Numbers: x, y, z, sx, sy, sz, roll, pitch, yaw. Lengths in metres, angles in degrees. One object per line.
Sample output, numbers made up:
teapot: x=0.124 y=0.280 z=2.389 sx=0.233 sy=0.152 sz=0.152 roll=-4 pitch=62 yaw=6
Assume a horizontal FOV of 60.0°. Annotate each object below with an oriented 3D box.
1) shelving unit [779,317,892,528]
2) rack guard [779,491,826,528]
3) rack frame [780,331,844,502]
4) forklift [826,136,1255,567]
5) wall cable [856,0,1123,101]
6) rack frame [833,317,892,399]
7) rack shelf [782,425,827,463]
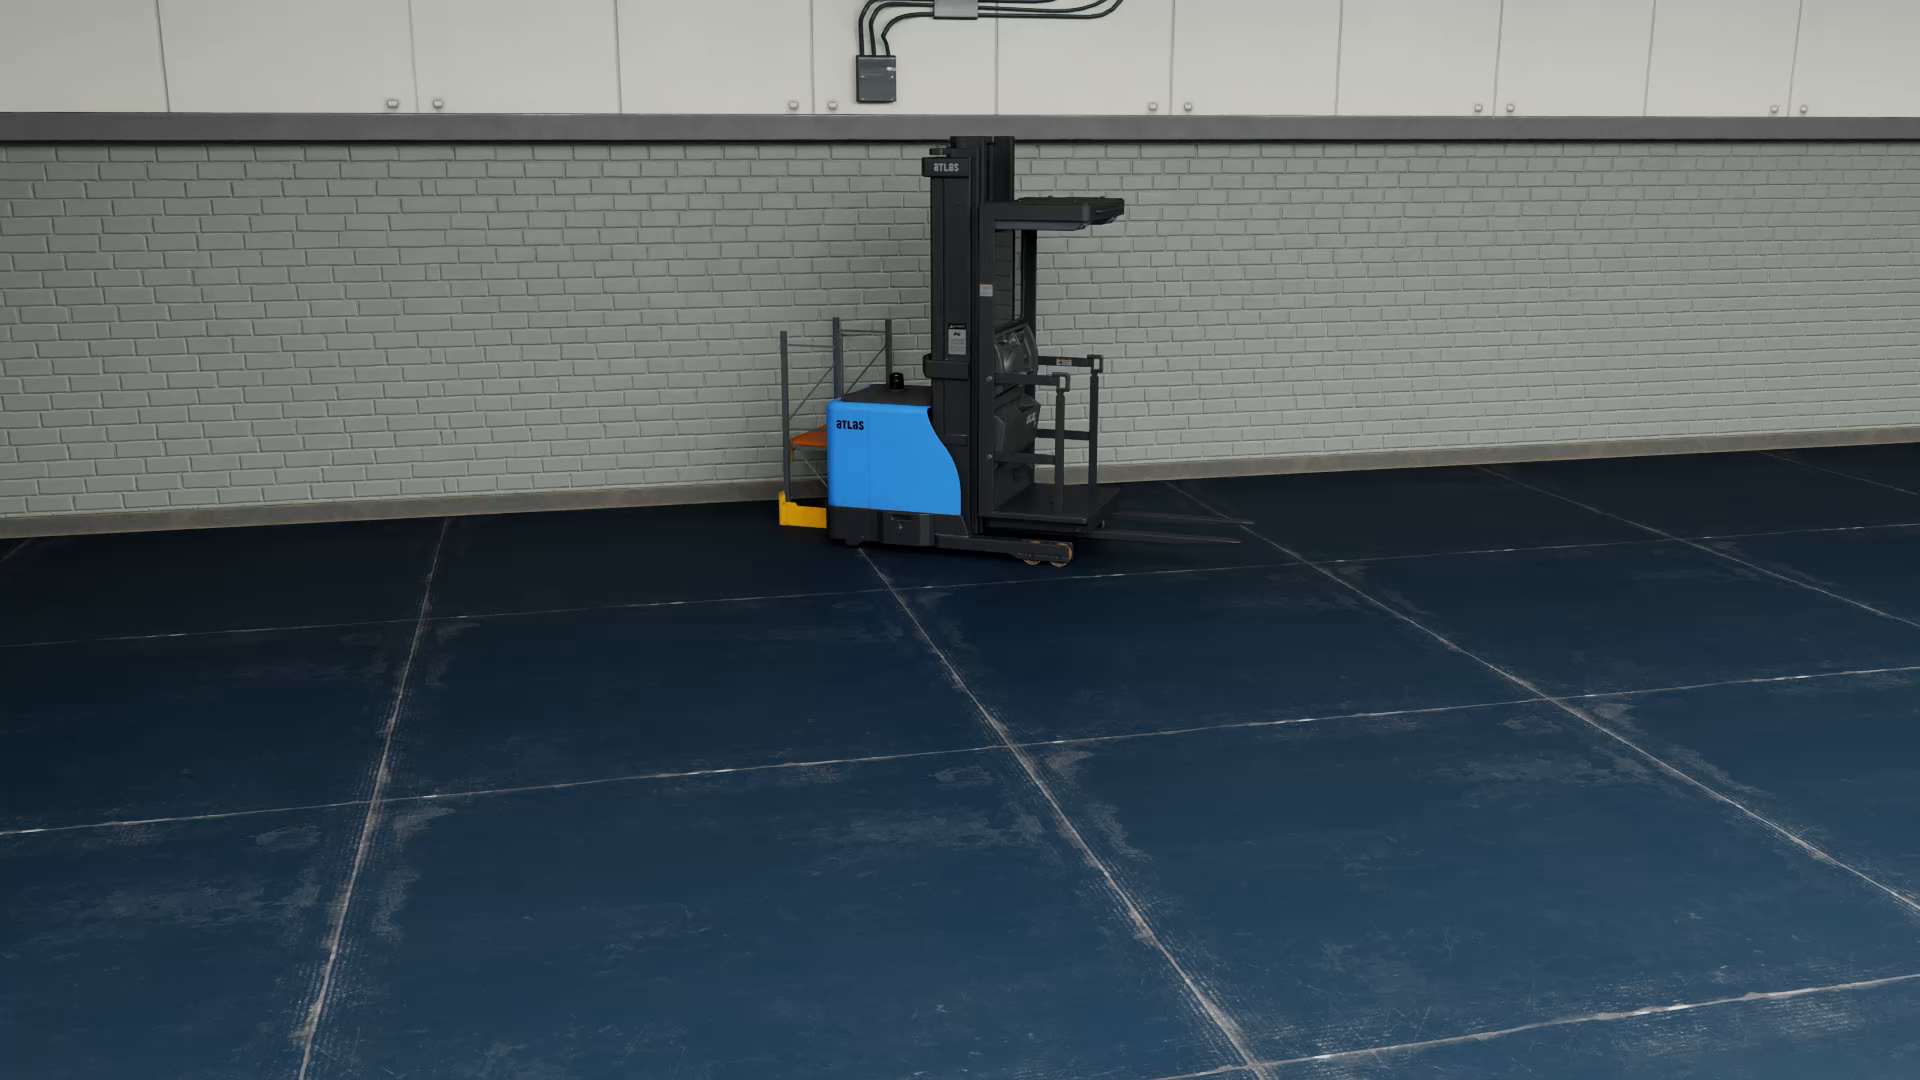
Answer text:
shelving unit: x=-0.958 y=-0.947 z=13.144 sx=0.587 sy=1.500 sz=1.083 roll=5 pitch=14 yaw=18
rack guard: x=-1.118 y=-0.228 z=12.834 sx=0.587 sy=0.250 sz=0.087 roll=5 pitch=14 yaw=18
rack frame: x=-1.118 y=-0.835 z=12.684 sx=0.500 sy=1.500 sz=0.032 roll=5 pitch=14 yaw=18
forklift: x=0.591 y=-1.378 z=11.890 sx=3.031 sy=2.935 sz=1.130 roll=4 pitch=14 yaw=18
wall cable: x=0.312 y=-6.454 z=12.716 sx=2.305 sy=6.003 sz=0.169 roll=-3 pitch=14 yaw=-13
rack frame: x=-0.792 y=-1.063 z=13.620 sx=0.500 sy=1.500 sz=0.032 roll=5 pitch=14 yaw=18
rack shelf: x=-0.955 y=-0.774 z=13.195 sx=0.538 sy=0.185 sz=1.000 roll=5 pitch=14 yaw=18
